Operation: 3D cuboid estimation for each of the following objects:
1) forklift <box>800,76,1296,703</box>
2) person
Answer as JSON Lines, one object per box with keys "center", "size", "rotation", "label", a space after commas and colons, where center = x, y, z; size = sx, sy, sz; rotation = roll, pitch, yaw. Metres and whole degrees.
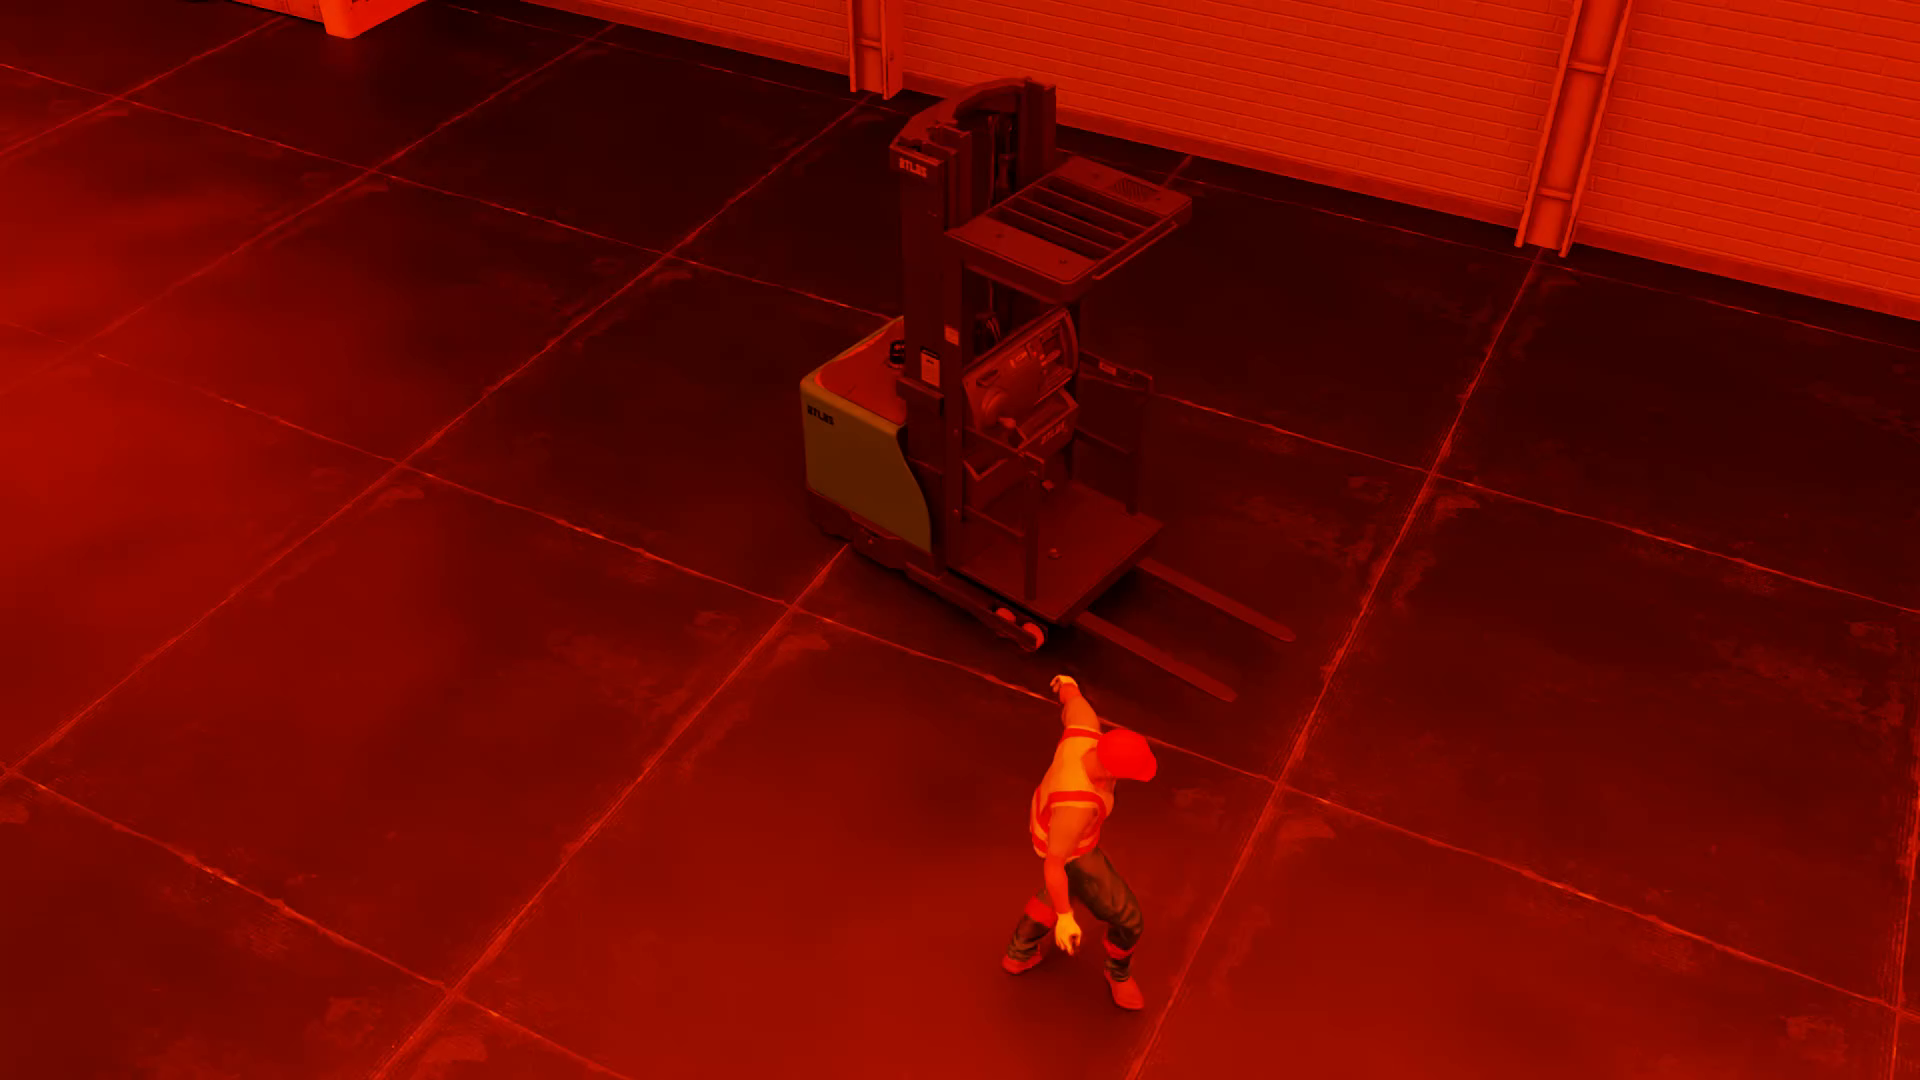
{"center": [0.501, -0.870, 9.020], "size": [3.031, 2.935, 1.130], "rotation": [28, 48, 29], "label": "forklift"}
{"center": [0.531, 1.301, 7.533], "size": [0.653, 1.677, 1.230], "rotation": [1, 40, 2], "label": "person"}
